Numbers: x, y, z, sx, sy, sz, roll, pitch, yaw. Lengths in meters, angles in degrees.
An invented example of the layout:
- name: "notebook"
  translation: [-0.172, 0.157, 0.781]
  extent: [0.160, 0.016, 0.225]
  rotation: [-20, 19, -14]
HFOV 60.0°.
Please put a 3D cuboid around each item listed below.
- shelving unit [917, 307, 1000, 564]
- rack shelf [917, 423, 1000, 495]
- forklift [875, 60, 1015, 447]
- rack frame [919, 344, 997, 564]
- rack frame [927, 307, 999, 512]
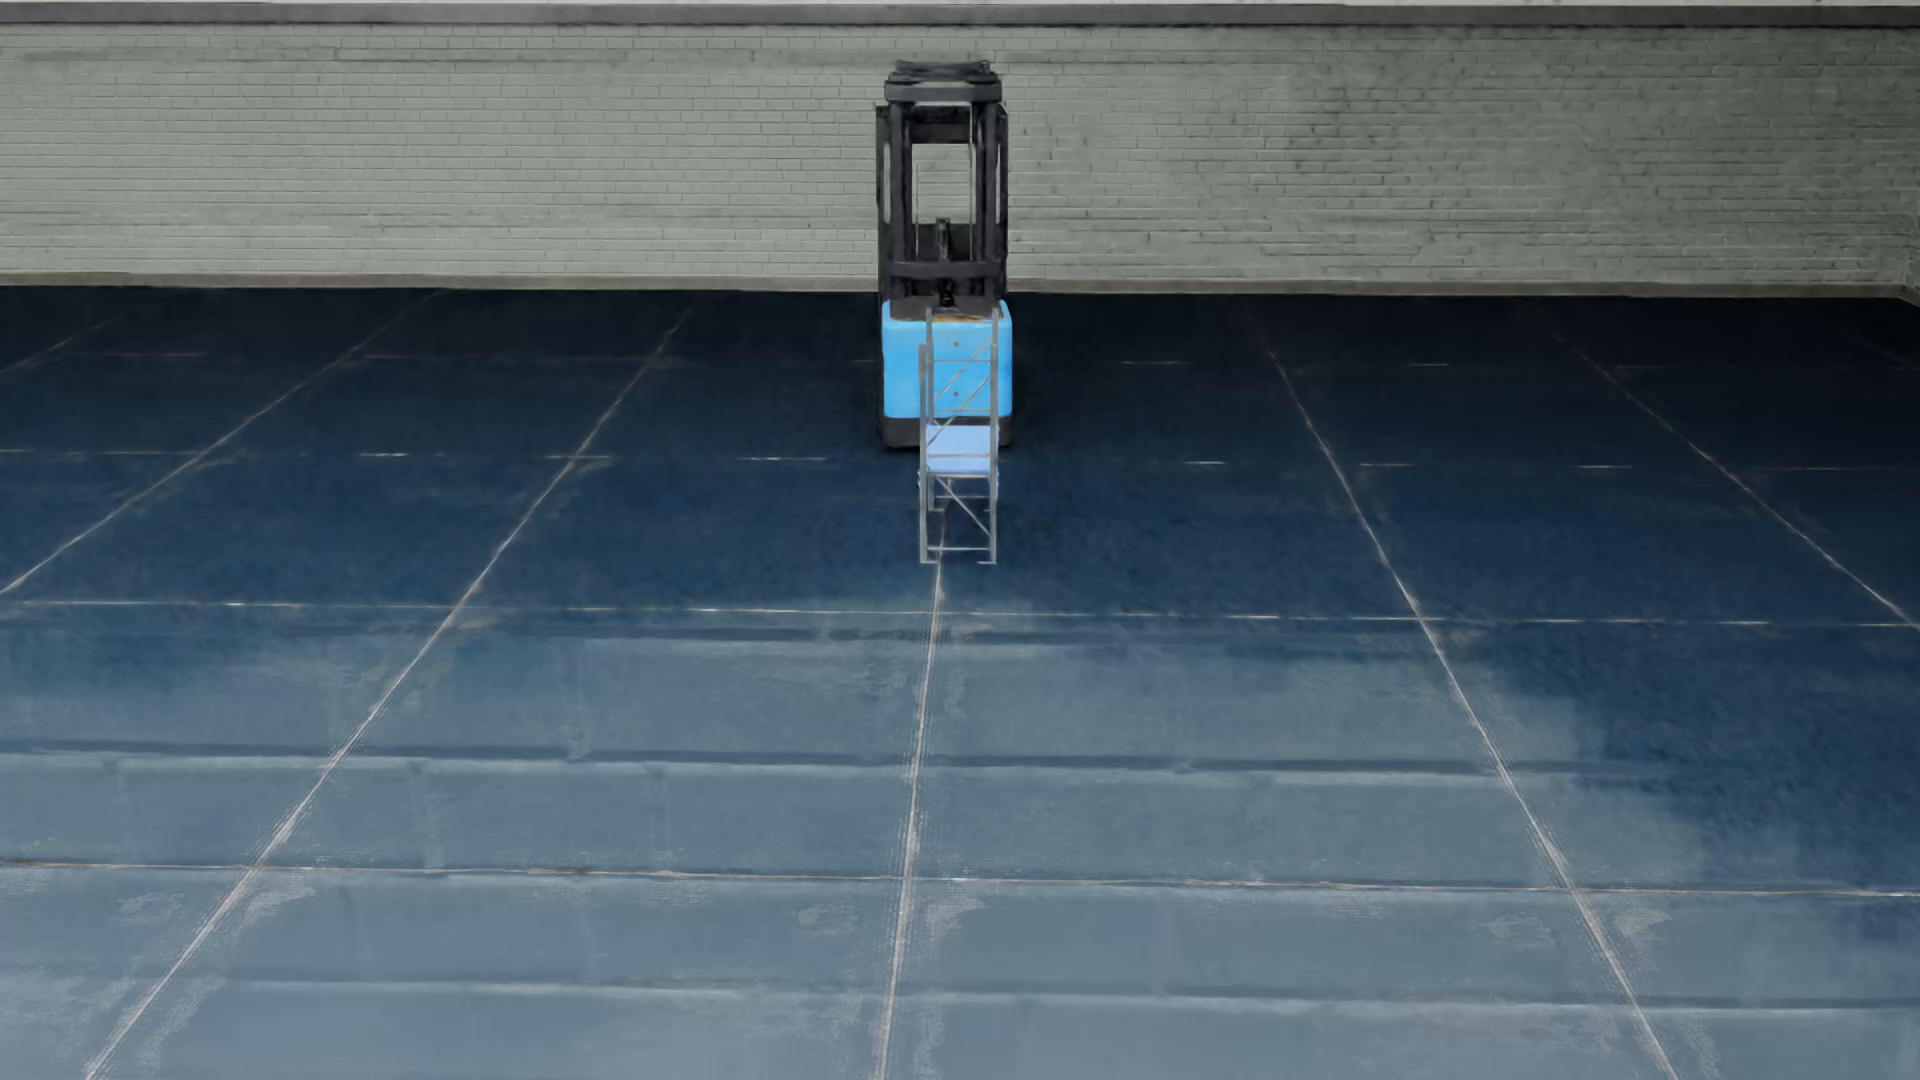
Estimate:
- name: "shelving unit"
  translation: [0.003, -0.730, 11.337]
  extent: [0.538, 1.500, 1.048]
  rotation: [1, 21, 2]
- name: "rack shelf"
  translation: [0.003, -0.562, 11.402]
  extent: [0.538, 0.185, 1.000]
  rotation: [1, 21, 2]
- name: "forklift"
  translation: [-0.160, -2.594, 14.162]
  extent: [1.130, 2.935, 3.031]
  rotation: [-1, 21, -3]
- name: "rack frame"
  translation: [-0.013, -0.546, 10.863]
  extent: [0.500, 1.500, 0.032]
  rotation: [1, 21, 2]
- name: "rack frame"
  translation: [0.018, -0.914, 11.811]
  extent: [0.500, 1.500, 0.032]
  rotation: [1, 21, 2]
